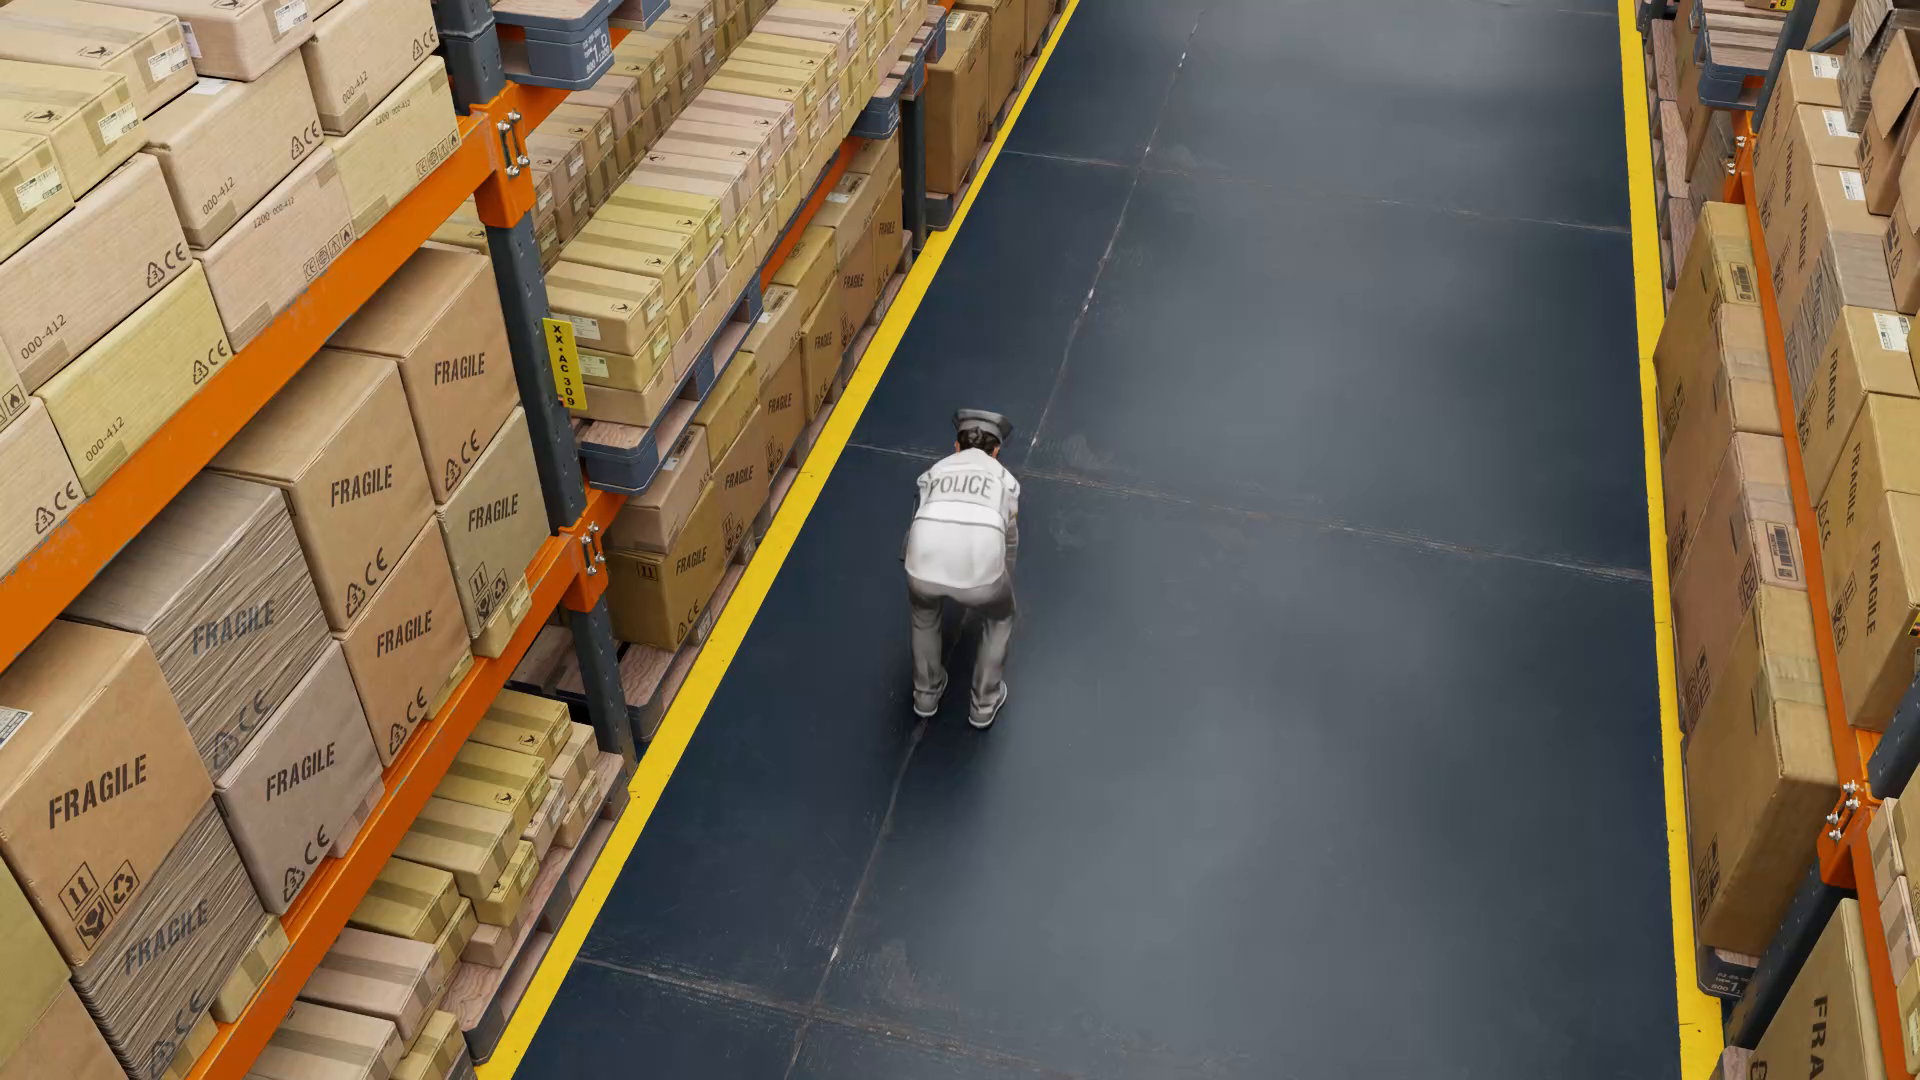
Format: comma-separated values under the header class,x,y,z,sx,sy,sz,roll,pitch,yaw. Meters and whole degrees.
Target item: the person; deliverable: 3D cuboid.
class,x,y,z,sx,sy,sz,roll,pitch,yaw
person,0.030,0.018,6.417,0.430,1.301,0.888,9,42,10
